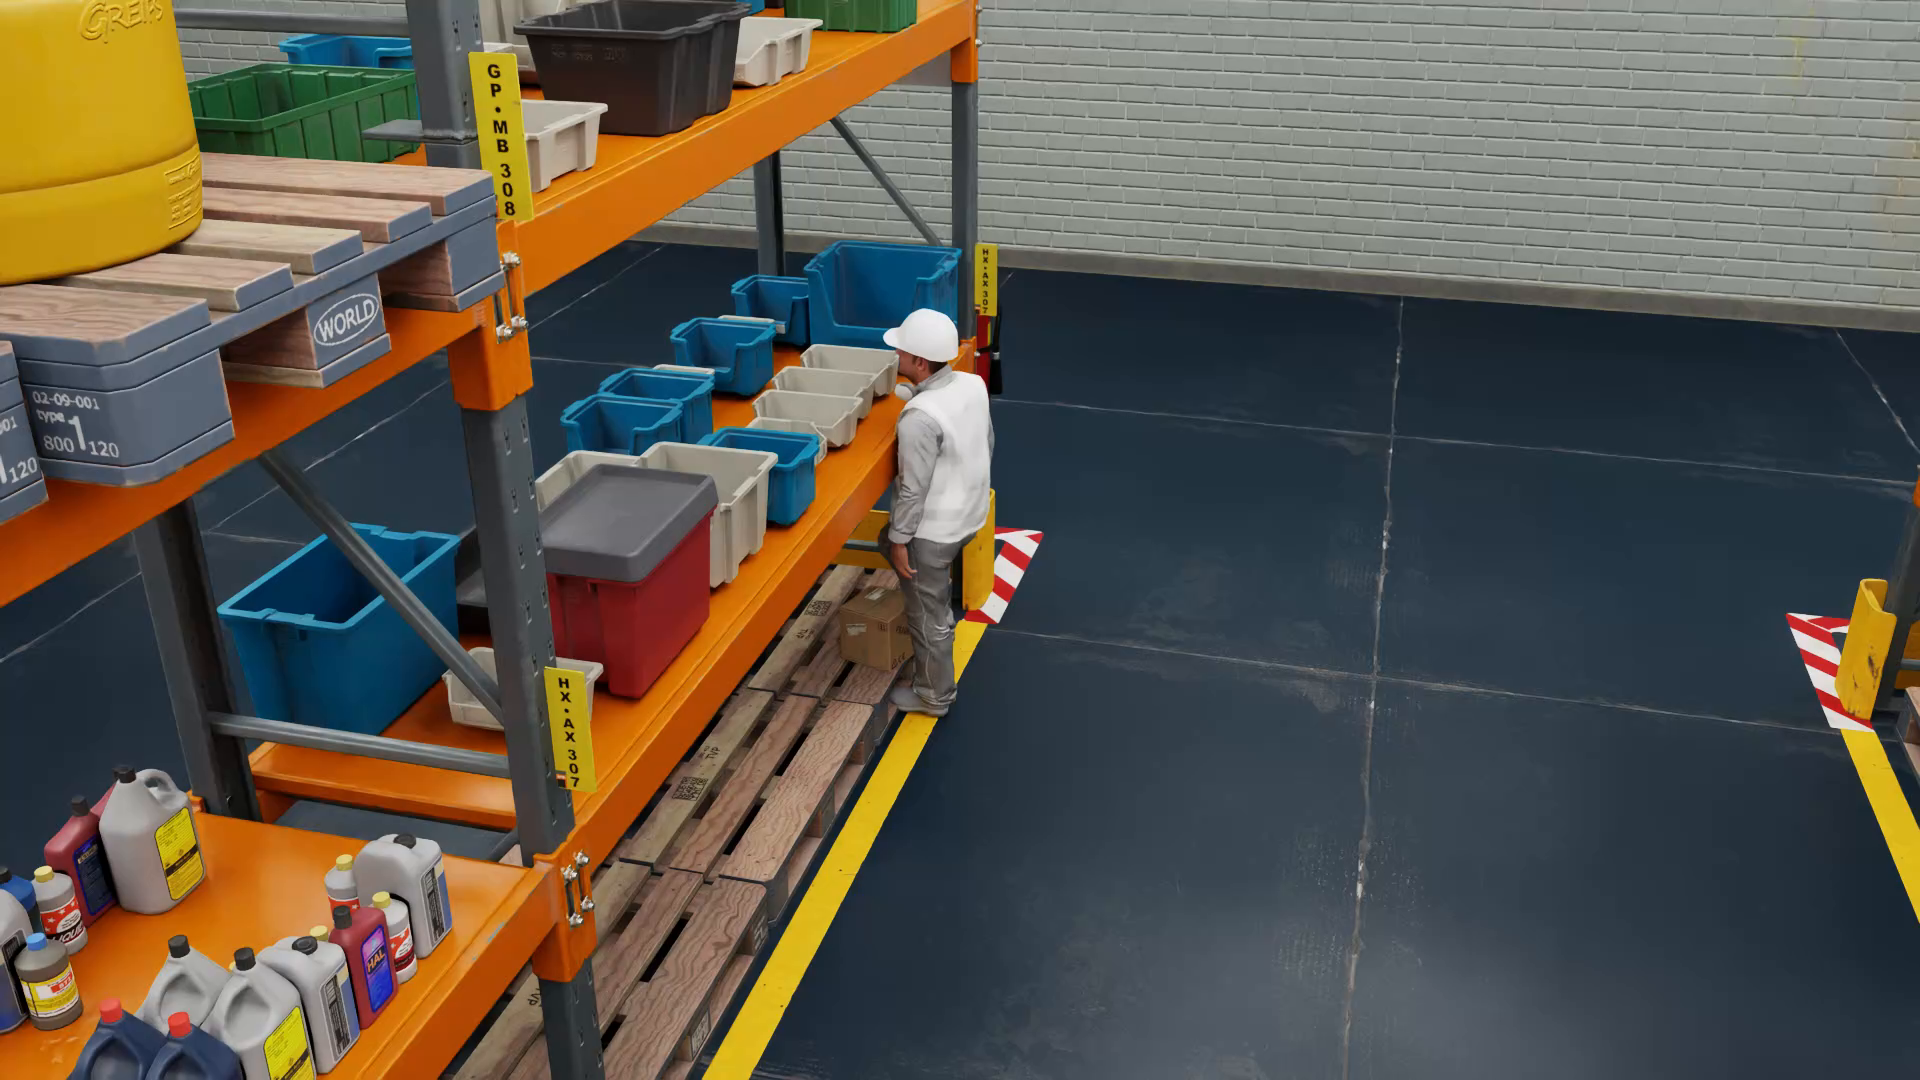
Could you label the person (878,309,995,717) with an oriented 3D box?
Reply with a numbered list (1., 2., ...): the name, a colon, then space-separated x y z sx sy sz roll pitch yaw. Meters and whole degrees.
1. person: -0.174 -0.106 6.778 0.610 1.778 0.637 15 29 28
